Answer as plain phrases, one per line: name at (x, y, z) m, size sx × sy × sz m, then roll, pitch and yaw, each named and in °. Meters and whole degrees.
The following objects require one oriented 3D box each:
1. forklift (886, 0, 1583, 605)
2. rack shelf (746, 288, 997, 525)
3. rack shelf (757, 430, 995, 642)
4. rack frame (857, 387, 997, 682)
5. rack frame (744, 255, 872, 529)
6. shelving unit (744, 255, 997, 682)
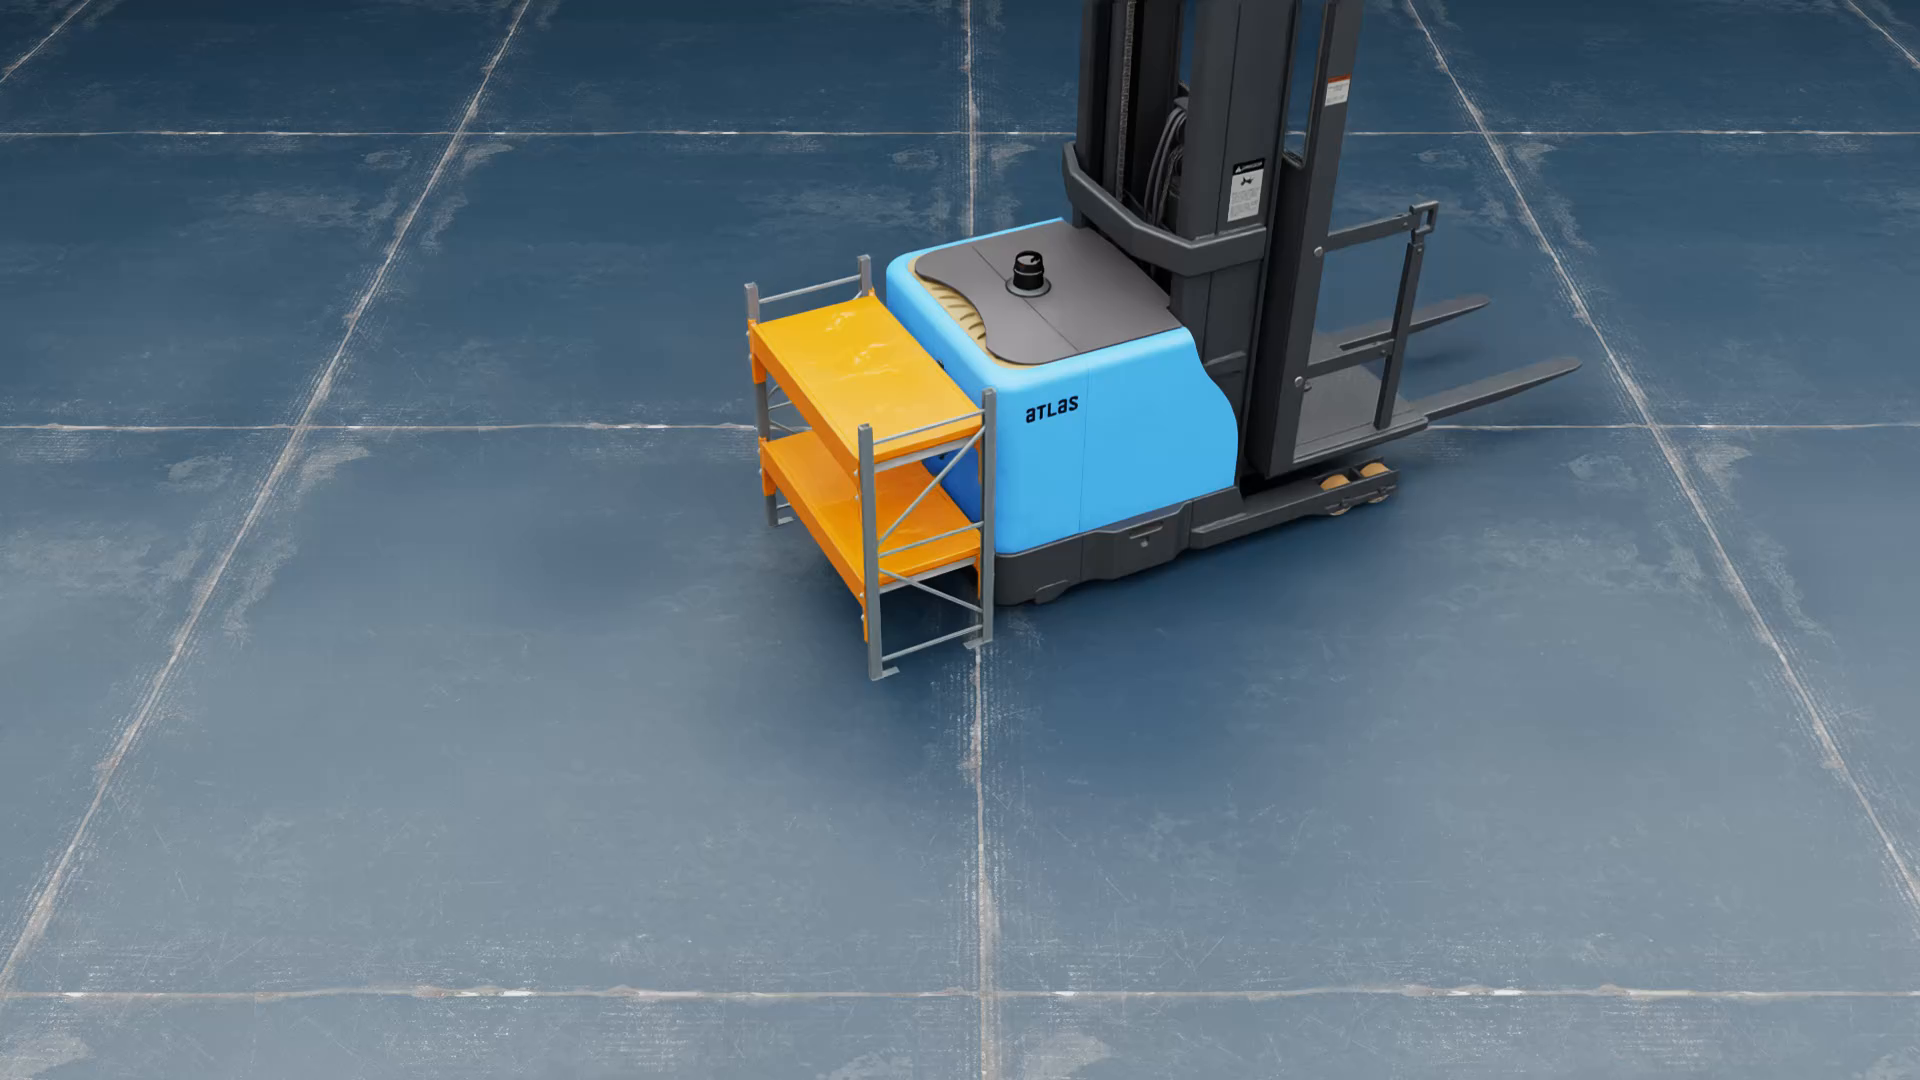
forklift at (1.256, -1.526, 6.310) m, size 3.031 × 2.935 × 1.130 m, roll -17°, pitch 42°, yaw -20°
rack shelf at (-0.336, -0.509, 6.018) m, size 0.538 × 0.278 × 1.000 m, roll -18°, pitch 42°, yaw -21°
rack shelf at (-0.336, -0.090, 6.354) m, size 0.538 × 0.278 × 1.000 m, roll -18°, pitch 42°, yaw -21°
rack frame at (-0.106, 0.003, 5.847) m, size 0.500 × 1.125 × 0.032 m, roll -18°, pitch 42°, yaw -21°
rack frame at (-0.567, -0.564, 6.554) m, size 0.500 × 1.125 × 0.032 m, roll -18°, pitch 42°, yaw -21°
shelving unit at (-0.336, -0.281, 6.201) m, size 0.538 × 1.125 × 1.048 m, roll -18°, pitch 42°, yaw -21°
